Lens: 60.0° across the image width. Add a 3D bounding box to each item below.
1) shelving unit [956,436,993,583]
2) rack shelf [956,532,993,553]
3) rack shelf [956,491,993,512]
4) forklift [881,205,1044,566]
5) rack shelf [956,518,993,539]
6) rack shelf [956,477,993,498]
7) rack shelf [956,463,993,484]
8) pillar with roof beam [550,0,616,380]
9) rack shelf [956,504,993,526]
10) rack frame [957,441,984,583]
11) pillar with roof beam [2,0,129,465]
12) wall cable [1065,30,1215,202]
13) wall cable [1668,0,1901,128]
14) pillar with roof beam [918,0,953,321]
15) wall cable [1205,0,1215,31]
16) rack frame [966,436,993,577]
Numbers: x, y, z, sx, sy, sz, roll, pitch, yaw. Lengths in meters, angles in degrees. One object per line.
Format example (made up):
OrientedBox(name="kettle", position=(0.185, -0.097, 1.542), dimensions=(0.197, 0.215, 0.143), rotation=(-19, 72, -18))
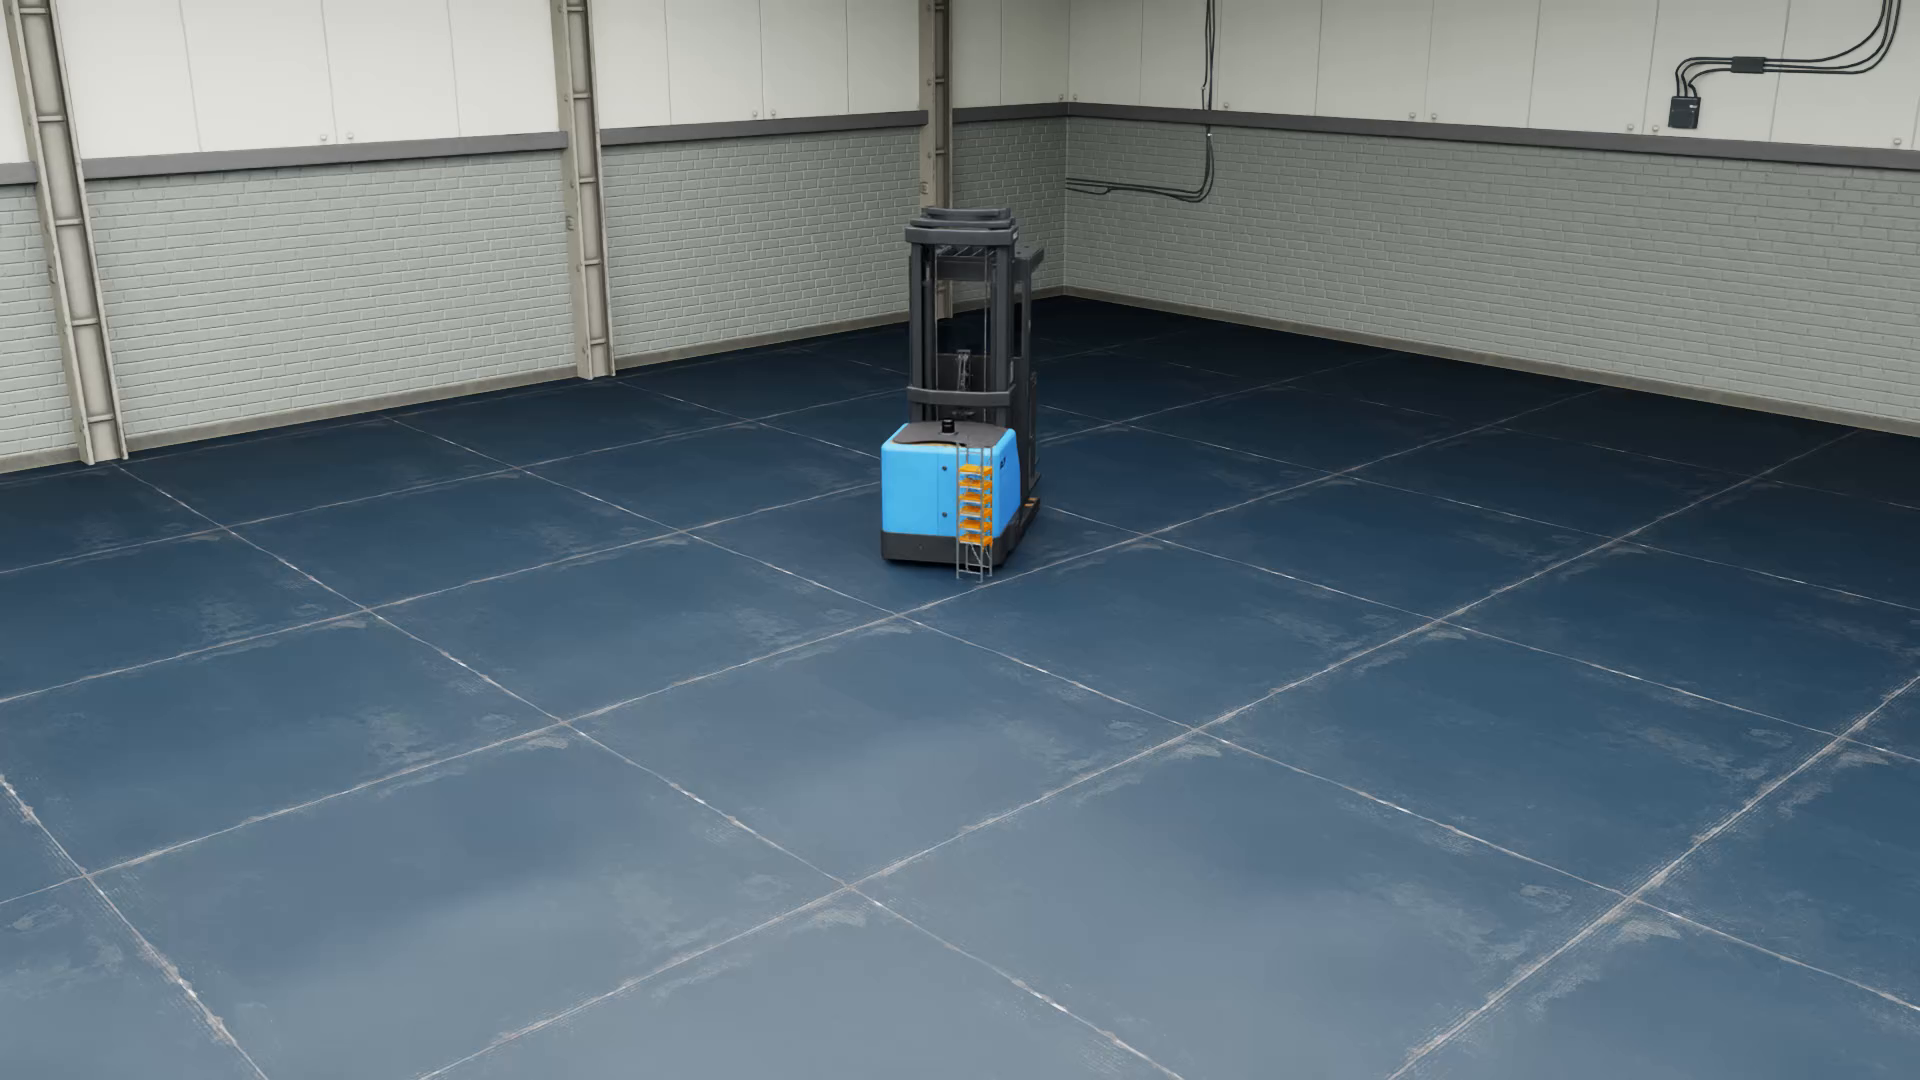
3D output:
OrientedBox(name="shelving unit", position=(0.119, -0.250, 13.811), dimensions=(0.258, 1.200, 0.189), rotation=(8, 20, 23))
OrientedBox(name="rack shelf", position=(0.119, 0.020, 13.898), dimensions=(0.258, 0.103, 0.180), rotation=(8, 20, 23))
OrientedBox(name="rack shelf", position=(0.119, -0.322, 13.787), dimensions=(0.258, 0.103, 0.180), rotation=(8, 20, 23))
OrientedBox(name="forklift", position=(0.142, -1.590, 15.135), dimensions=(1.130, 2.935, 3.031), rotation=(4, 18, 12))
OrientedBox(name="rack shelf", position=(0.119, -0.094, 13.861), dimensions=(0.258, 0.103, 0.180), rotation=(8, 20, 23))
OrientedBox(name="rack shelf", position=(0.120, -0.436, 13.750), dimensions=(0.258, 0.103, 0.180), rotation=(8, 20, 23))
OrientedBox(name="rack shelf", position=(0.120, -0.550, 13.713), dimensions=(0.258, 0.103, 0.180), rotation=(8, 20, 23))
OrientedBox(name="pillar with roof beam", position=(-1.758, -5.447, 17.193), dimensions=(0.400, 9.000, 9.100), rotation=(-16, 24, -41))
OrientedBox(name="rack shelf", position=(0.119, -0.208, 13.824), dimensions=(0.258, 0.103, 0.180), rotation=(8, 20, 23))
OrientedBox(name="rack frame", position=(0.081, -0.225, 13.732), dimensions=(0.240, 1.200, 0.006), rotation=(8, 20, 23))
OrientedBox(name="pillar with roof beam", position=(-6.117, -4.175, 13.272), dimensions=(0.400, 9.000, 9.100), rotation=(-16, 24, -41))
OrientedBox(name="wall cable", position=(2.693, -6.534, 25.580), dimensions=(0.112, 2.526, 3.097), rotation=(-16, 24, -41))
OrientedBox(name="wall cable", position=(9.204, -7.498, 18.005), dimensions=(0.169, 6.003, 2.305), rotation=(-16, 24, -41))
OrientedBox(name="pillar with roof beam", position=(2.602, -6.718, 21.114), dimensions=(0.400, 9.000, 9.100), rotation=(-16, 24, -41))
OrientedBox(name="wall cable", position=(4.552, -8.330, 22.931), dimensions=(0.112, 2.526, 3.097), rotation=(-16, 24, -41))
OrientedBox(name="rack frame", position=(0.158, -0.276, 13.890), dimensions=(0.240, 1.200, 0.006), rotation=(8, 20, 23))
